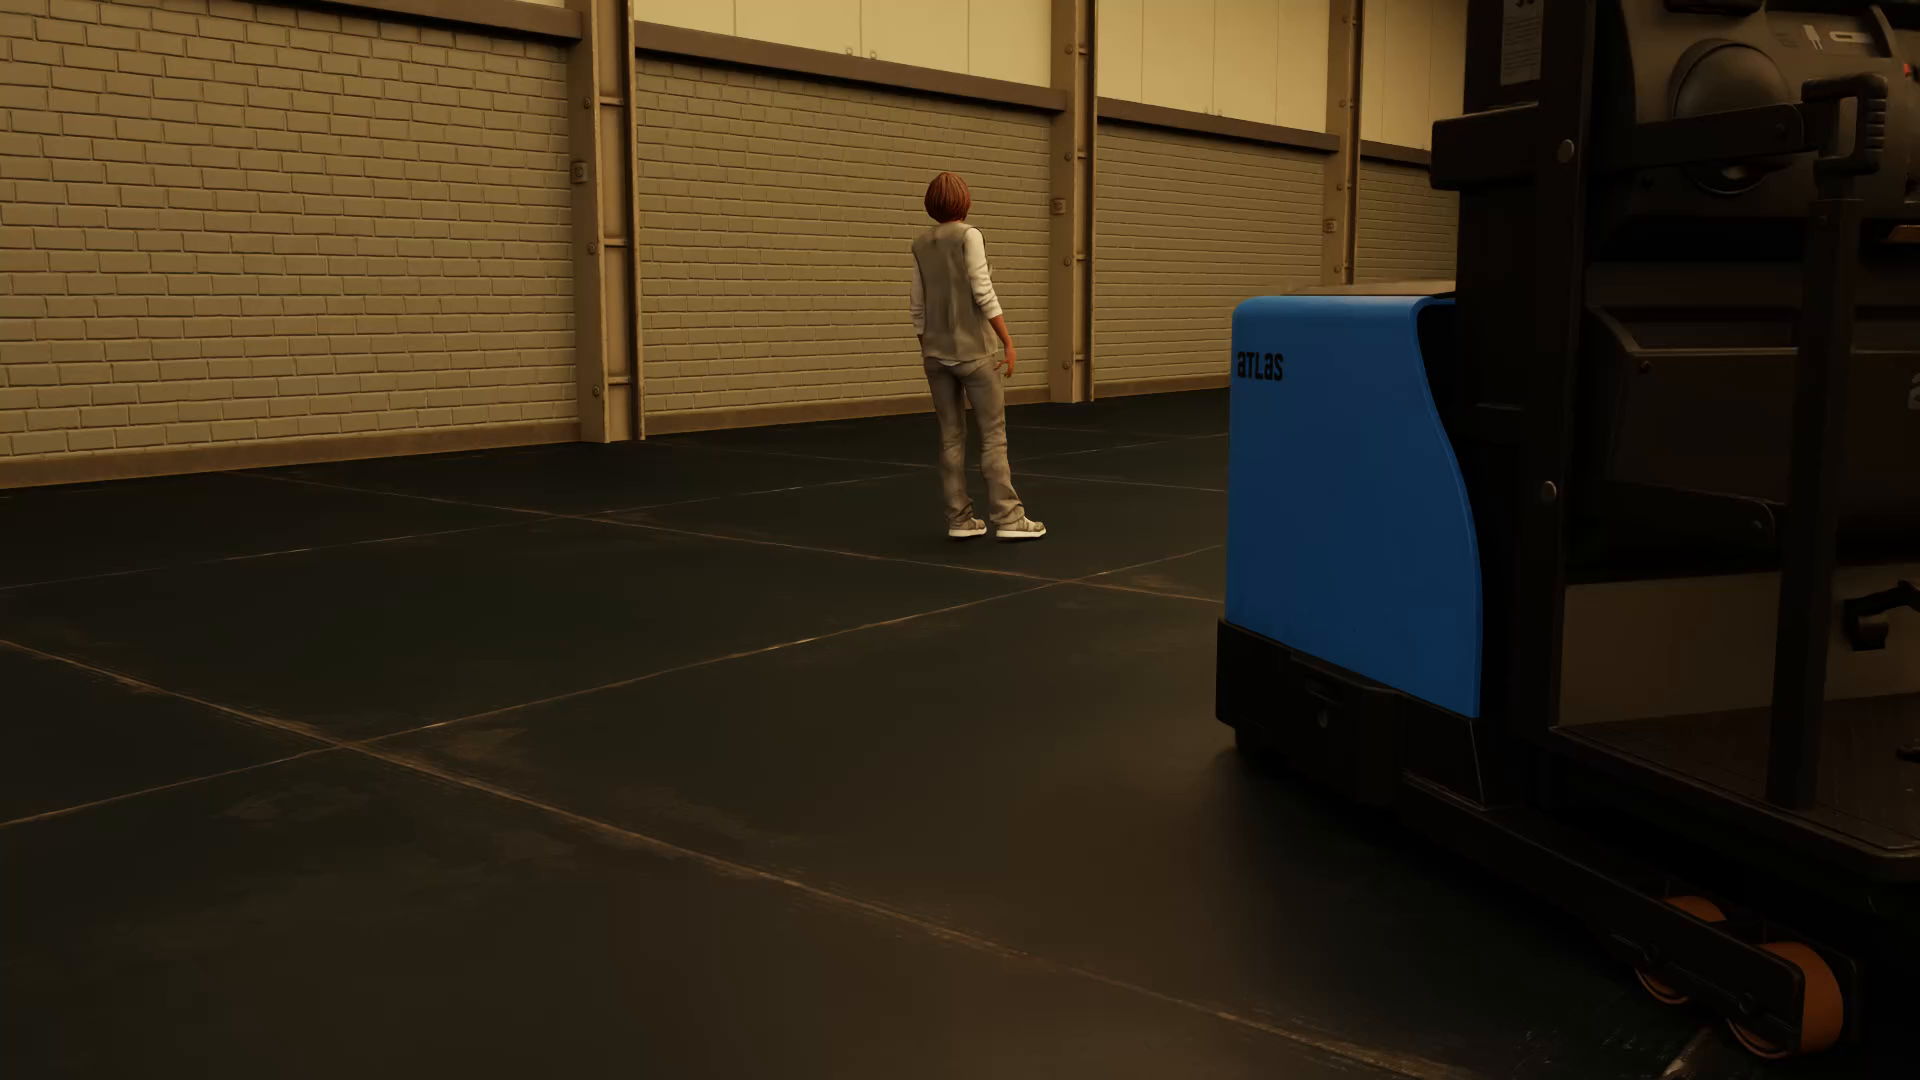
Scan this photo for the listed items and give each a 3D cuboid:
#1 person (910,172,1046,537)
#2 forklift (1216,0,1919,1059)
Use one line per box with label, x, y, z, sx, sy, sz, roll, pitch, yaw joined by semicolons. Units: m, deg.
person;0.057;-0.804;7.336;0.520;1.597;0.475;7;11;38
forklift;1.559;-0.777;2.595;1.130;2.935;3.031;-3;9;-18
